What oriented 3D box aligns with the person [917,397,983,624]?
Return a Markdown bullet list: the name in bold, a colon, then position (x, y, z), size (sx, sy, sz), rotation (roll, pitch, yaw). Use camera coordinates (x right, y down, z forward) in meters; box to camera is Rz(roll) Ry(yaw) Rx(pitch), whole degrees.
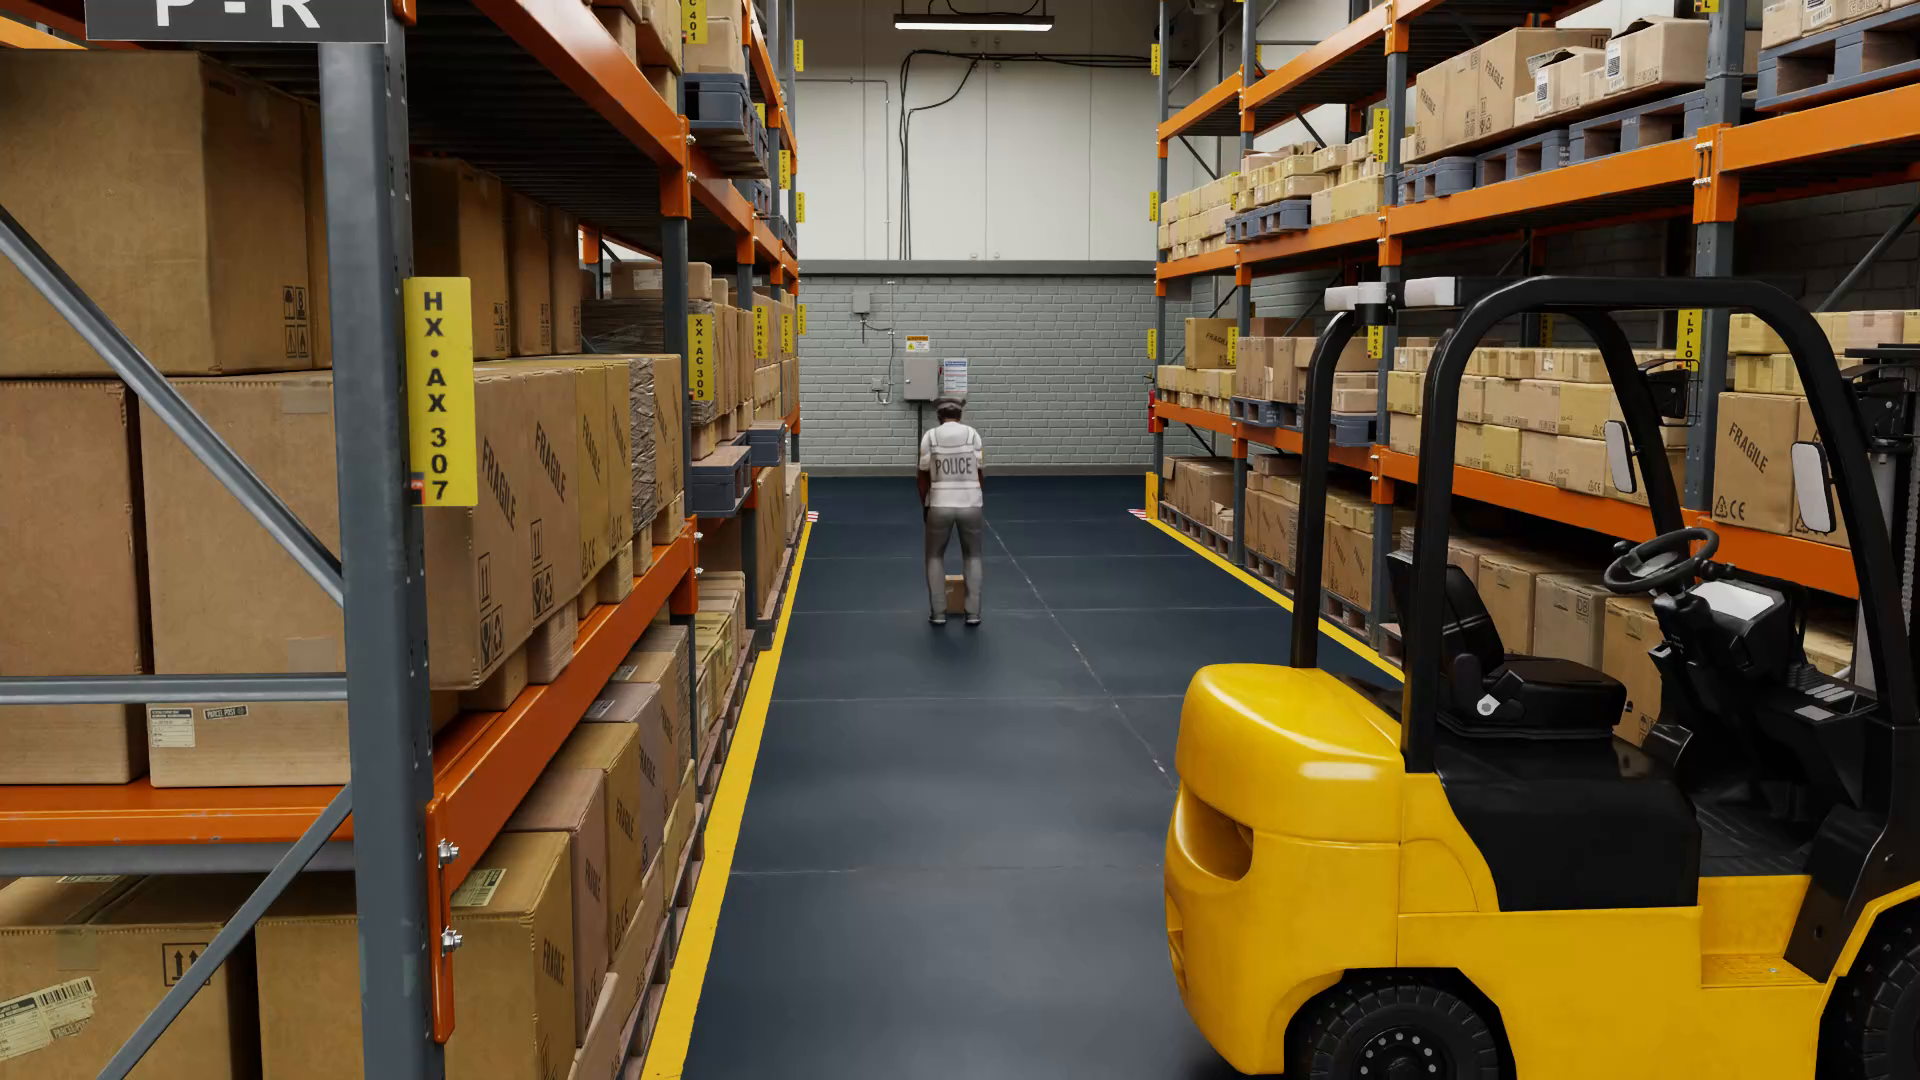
- **person**: position (-0.068, -0.205, 11.727), size (0.465, 1.604, 0.479), rotation (0, 7, -2)
